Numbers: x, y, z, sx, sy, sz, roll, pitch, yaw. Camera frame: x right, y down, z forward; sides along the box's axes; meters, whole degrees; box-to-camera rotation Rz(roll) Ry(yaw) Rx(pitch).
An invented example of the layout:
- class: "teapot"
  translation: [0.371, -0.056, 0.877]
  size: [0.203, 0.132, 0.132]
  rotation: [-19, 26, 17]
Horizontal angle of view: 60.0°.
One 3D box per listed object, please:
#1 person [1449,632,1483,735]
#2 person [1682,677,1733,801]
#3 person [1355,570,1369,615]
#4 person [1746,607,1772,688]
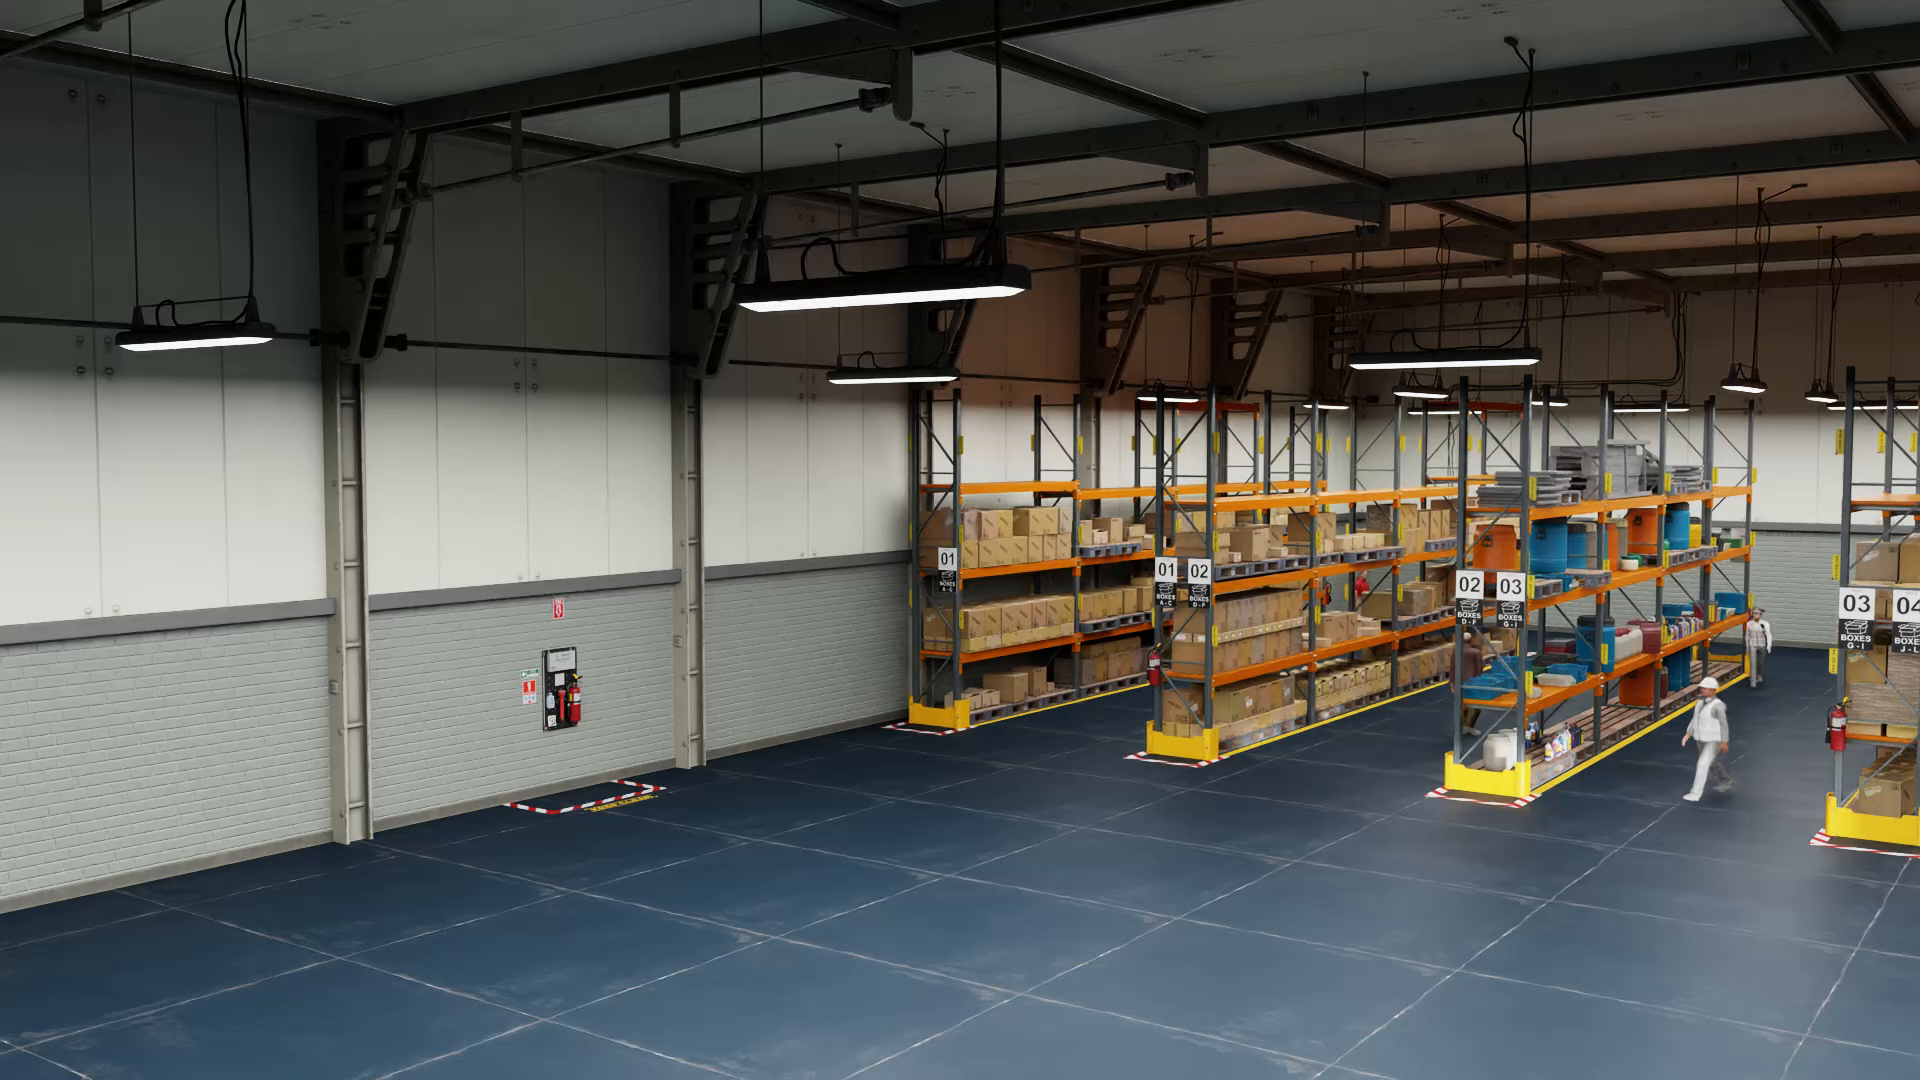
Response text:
- class: "person"
  translation: [8.744, 2.582, 28.711]
  size: [0.617, 1.578, 0.593]
  rotation: [2, 4, 35]
- class: "person"
  translation: [10.558, 2.791, 23.456]
  size: [1.099, 1.719, 0.593]
  rotation: [-1, 4, -22]
- class: "person"
  translation: [10.542, 1.638, 43.760]
  size: [0.586, 1.716, 0.606]
  rotation: [-3, 4, -41]
- class: "person"
  translation: [16.535, 2.199, 34.431]
  size: [0.474, 1.633, 1.022]
  rotation: [1, 3, 21]
